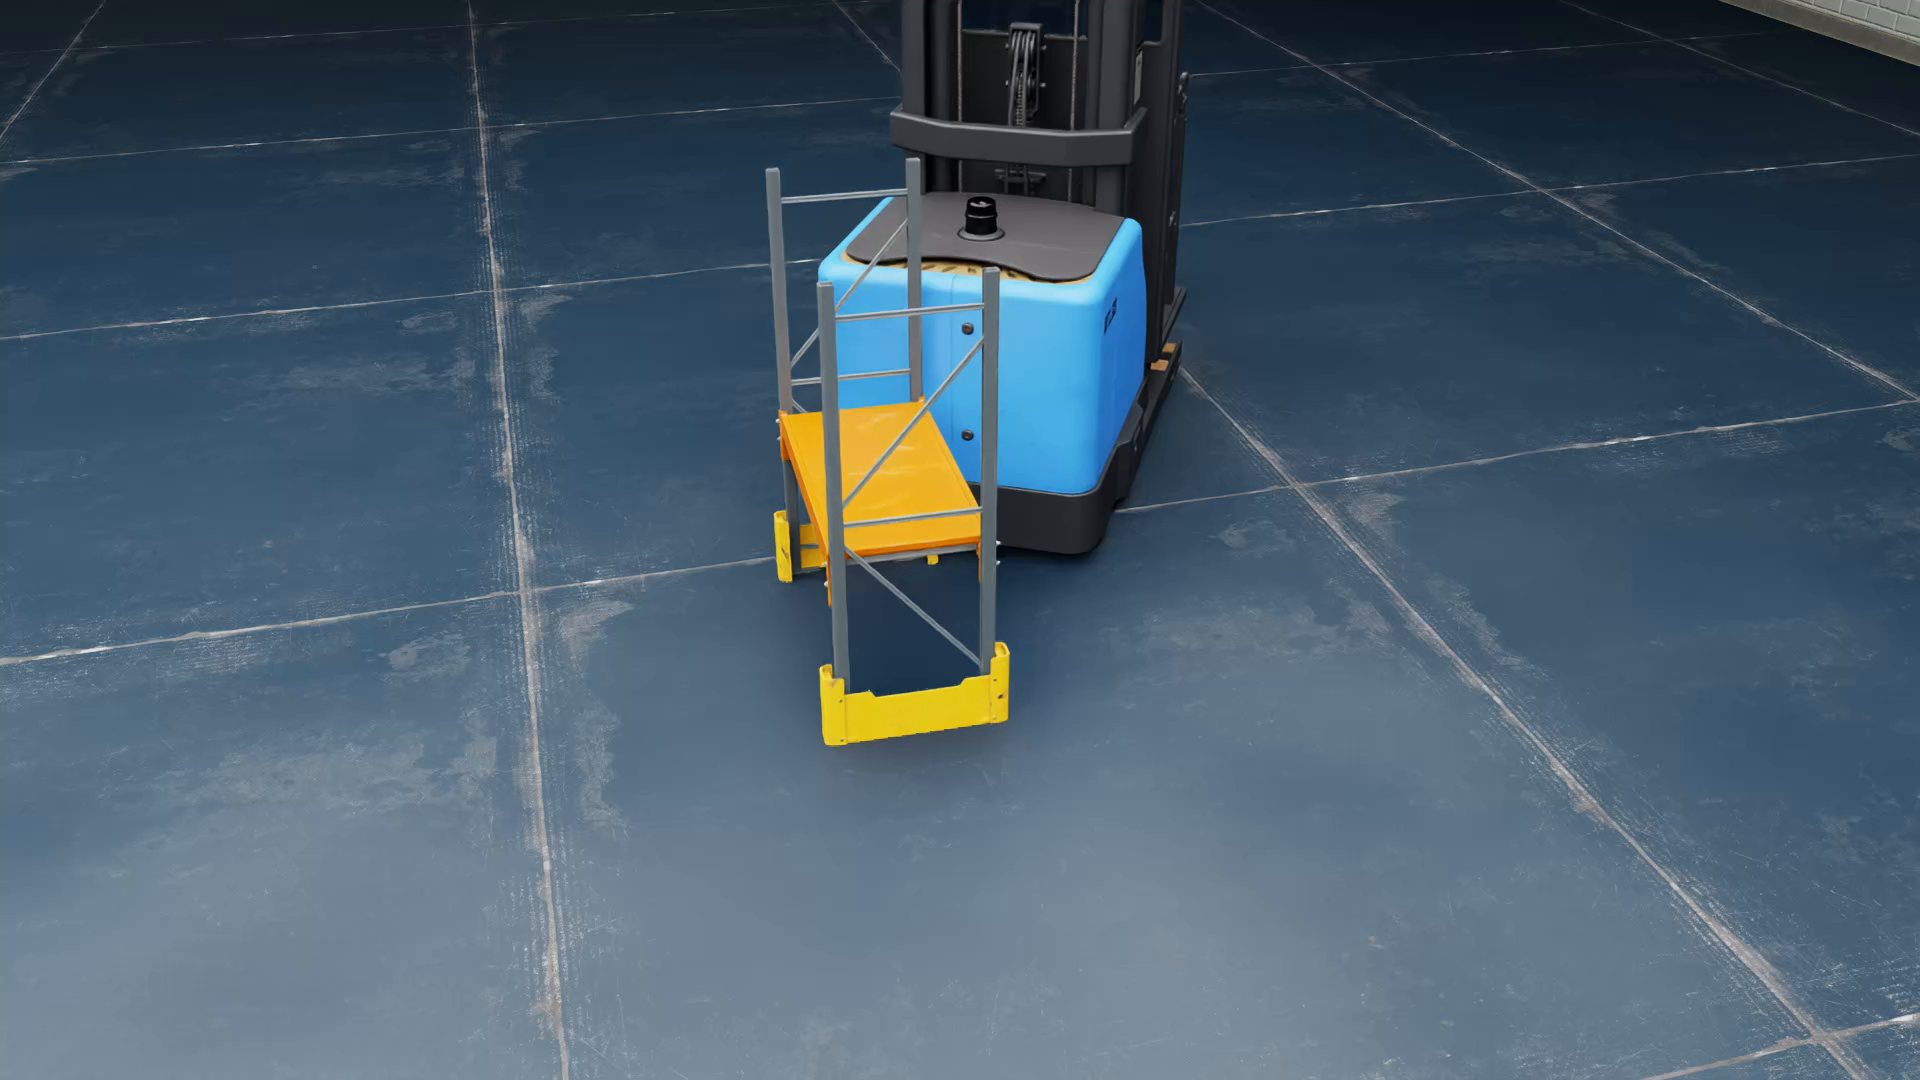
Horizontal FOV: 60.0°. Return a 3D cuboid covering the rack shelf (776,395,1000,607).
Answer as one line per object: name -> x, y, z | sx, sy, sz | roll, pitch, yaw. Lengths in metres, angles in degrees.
rack shelf -> -0.256, -0.153, 5.377 | 0.538, 0.185, 1.000 | -7, 31, -12

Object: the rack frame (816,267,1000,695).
rack frame -> -0.138, -0.061, 4.859 | 0.500, 1.500, 0.032 | -7, 31, -12

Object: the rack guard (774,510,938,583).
rack guard -> -0.370, -0.006, 6.011 | 0.587, 0.250, 0.087 | -7, 31, -12

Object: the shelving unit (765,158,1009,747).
shelving unit -> -0.254, -0.304, 5.279 | 0.587, 1.500, 1.083 | -7, 31, -12

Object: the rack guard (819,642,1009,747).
rack guard -> -0.138, 0.479, 5.173 | 0.587, 0.250, 0.087 | -7, 31, -12

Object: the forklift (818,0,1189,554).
forklift -> 0.375, -1.943, 6.681 | 1.130, 2.935, 3.031 | 8, 31, 13

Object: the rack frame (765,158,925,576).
rack frame -> -0.375, -0.556, 5.714 | 0.500, 1.500, 0.032 | -7, 31, -12
